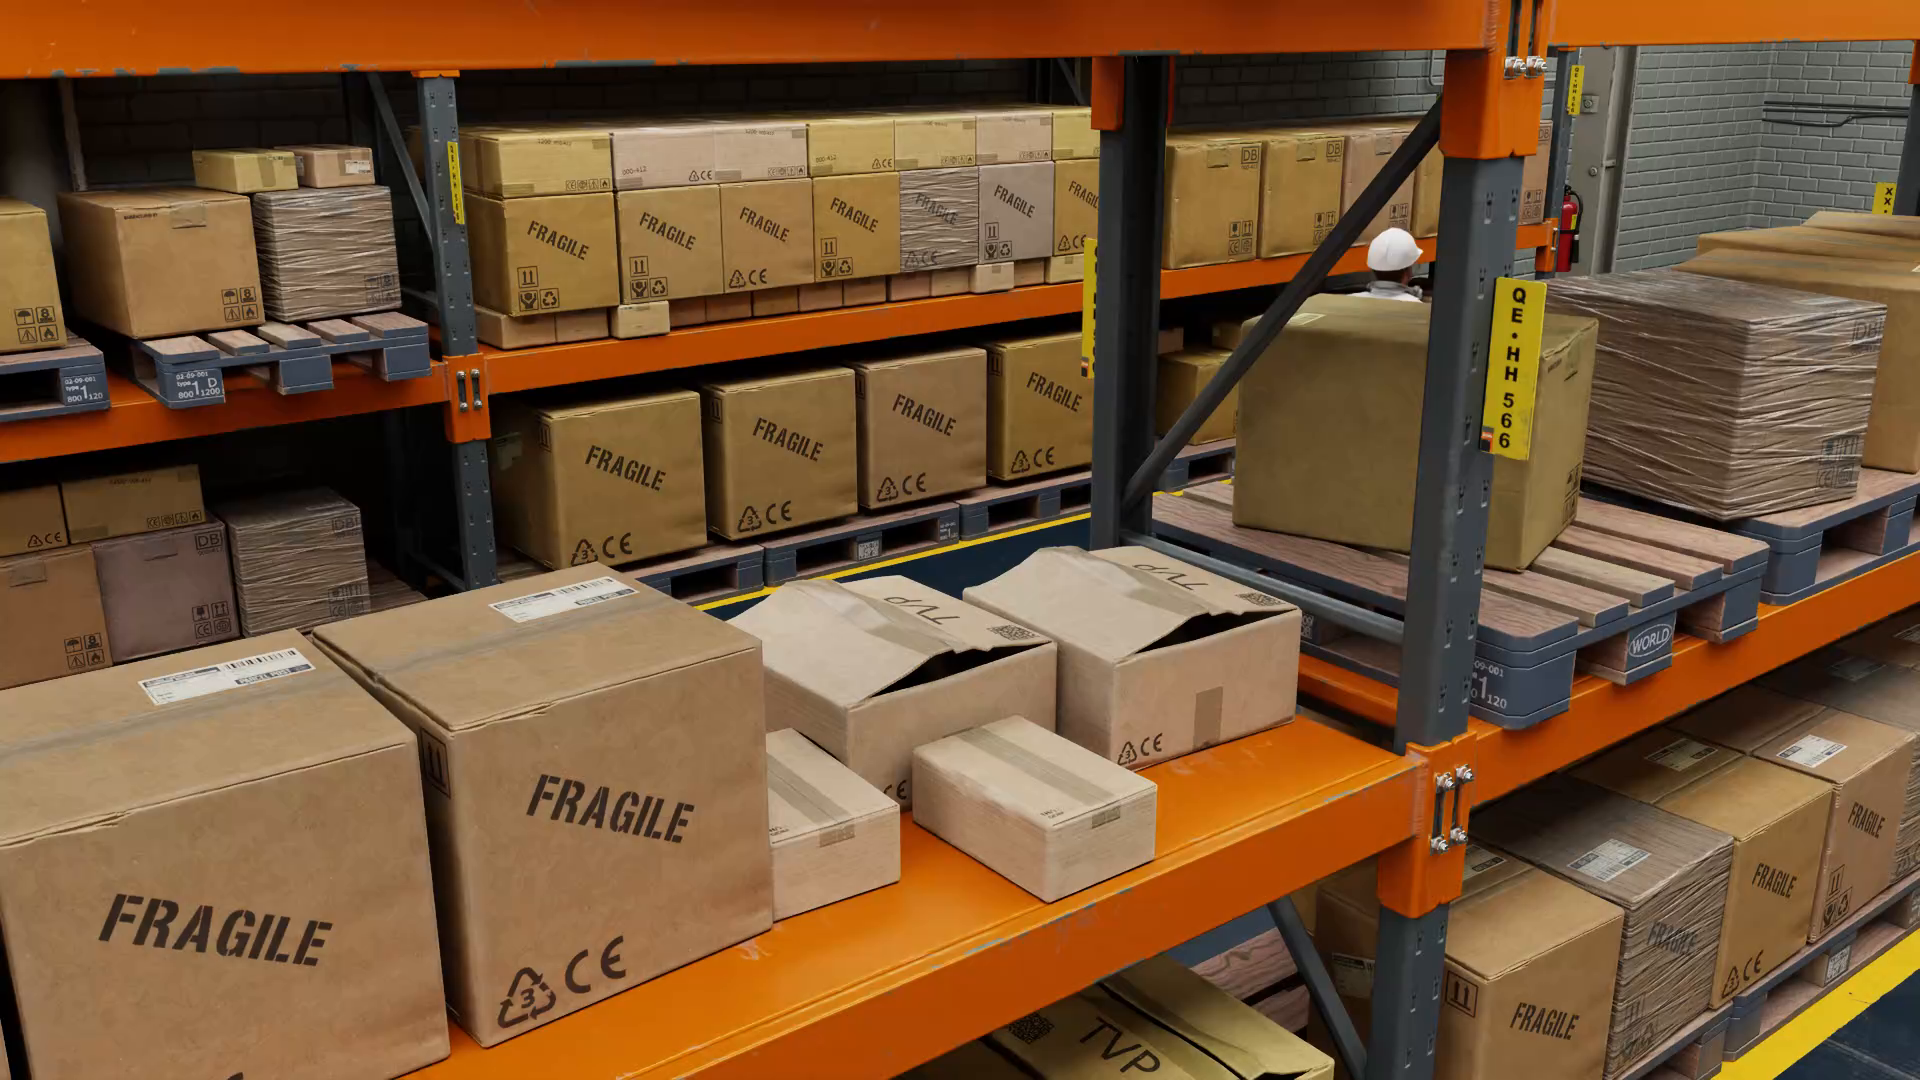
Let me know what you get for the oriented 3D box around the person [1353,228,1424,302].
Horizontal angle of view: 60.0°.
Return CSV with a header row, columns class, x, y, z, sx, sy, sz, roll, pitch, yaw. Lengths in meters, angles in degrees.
class,x,y,z,sx,sy,sz,roll,pitch,yaw
person,1.995,-0.572,7.832,0.590,1.785,0.840,13,22,36
